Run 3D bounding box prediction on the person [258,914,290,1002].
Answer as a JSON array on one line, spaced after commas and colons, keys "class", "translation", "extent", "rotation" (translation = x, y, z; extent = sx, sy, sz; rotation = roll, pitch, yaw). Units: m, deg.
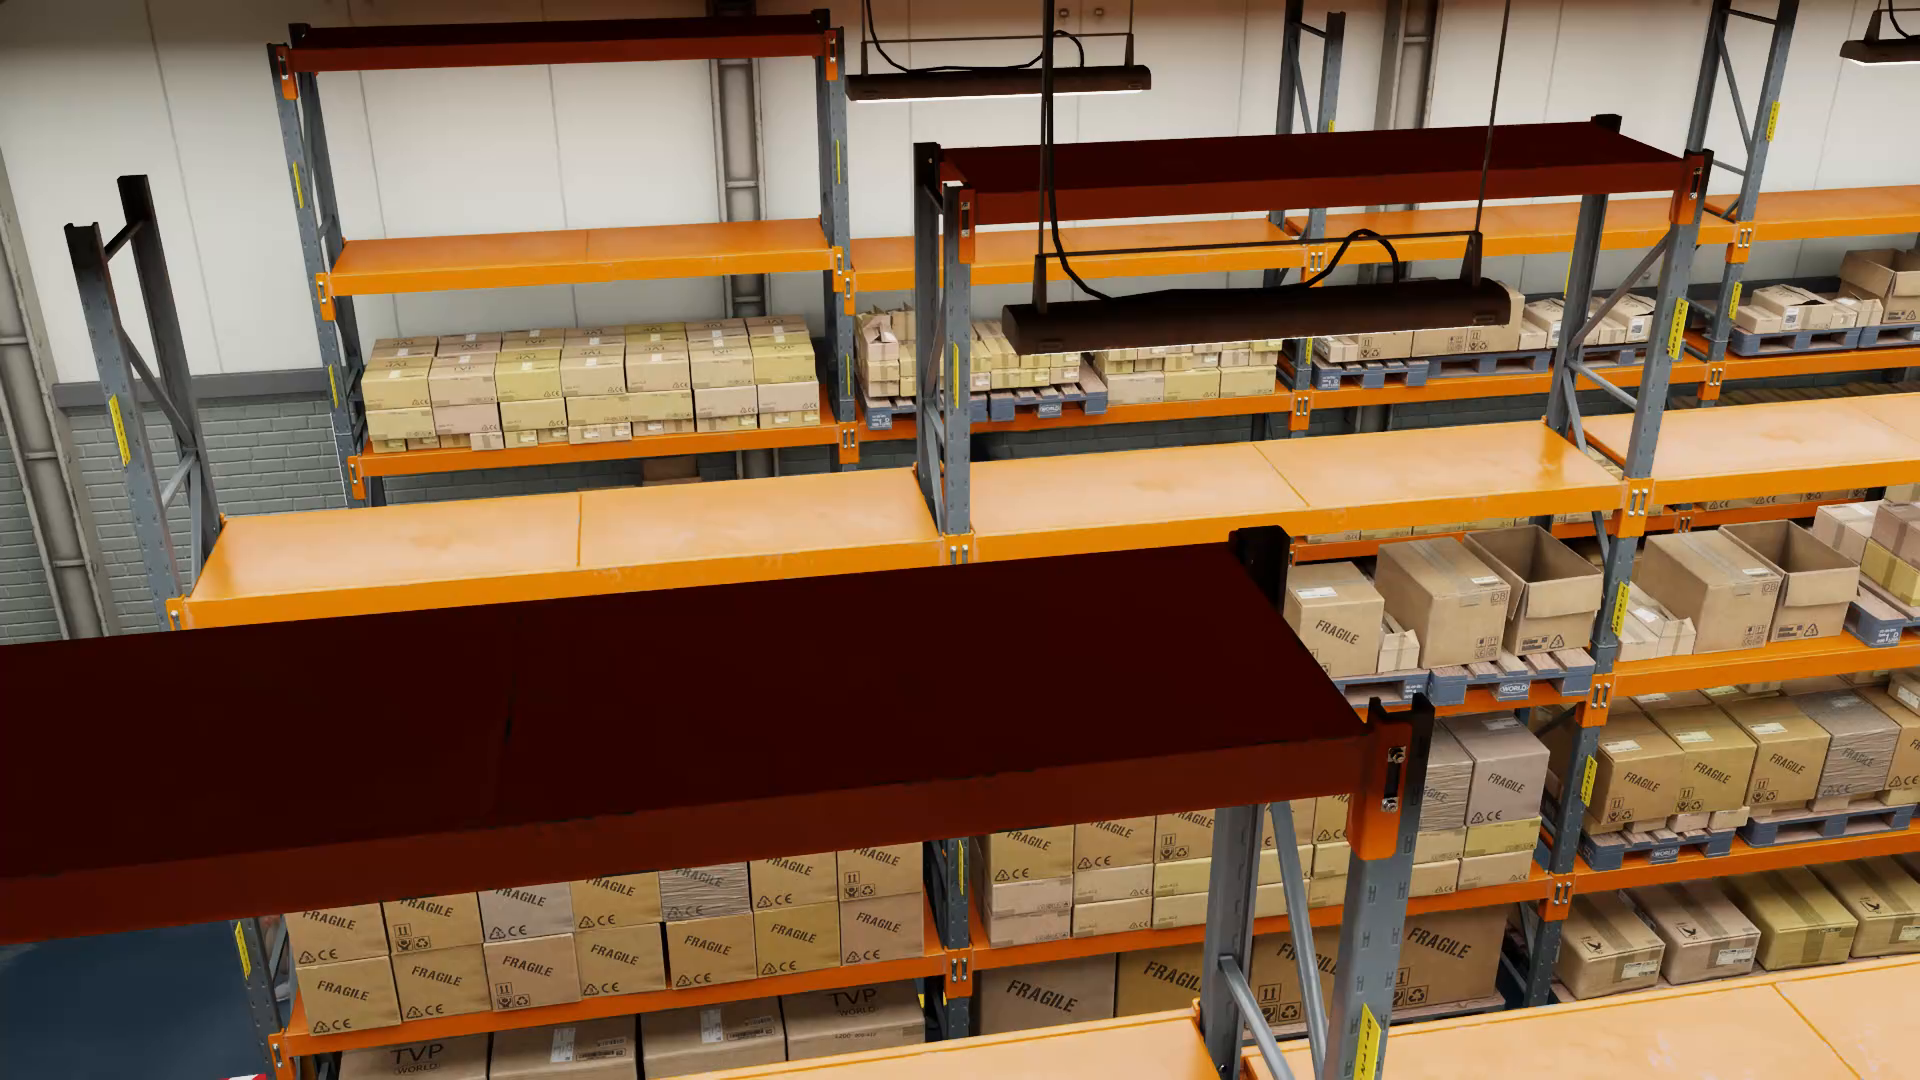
[{"class": "person", "translation": [-4.537, 2.465, 11.302], "extent": [0.686, 1.684, 0.577], "rotation": [23, 34, 39]}]
